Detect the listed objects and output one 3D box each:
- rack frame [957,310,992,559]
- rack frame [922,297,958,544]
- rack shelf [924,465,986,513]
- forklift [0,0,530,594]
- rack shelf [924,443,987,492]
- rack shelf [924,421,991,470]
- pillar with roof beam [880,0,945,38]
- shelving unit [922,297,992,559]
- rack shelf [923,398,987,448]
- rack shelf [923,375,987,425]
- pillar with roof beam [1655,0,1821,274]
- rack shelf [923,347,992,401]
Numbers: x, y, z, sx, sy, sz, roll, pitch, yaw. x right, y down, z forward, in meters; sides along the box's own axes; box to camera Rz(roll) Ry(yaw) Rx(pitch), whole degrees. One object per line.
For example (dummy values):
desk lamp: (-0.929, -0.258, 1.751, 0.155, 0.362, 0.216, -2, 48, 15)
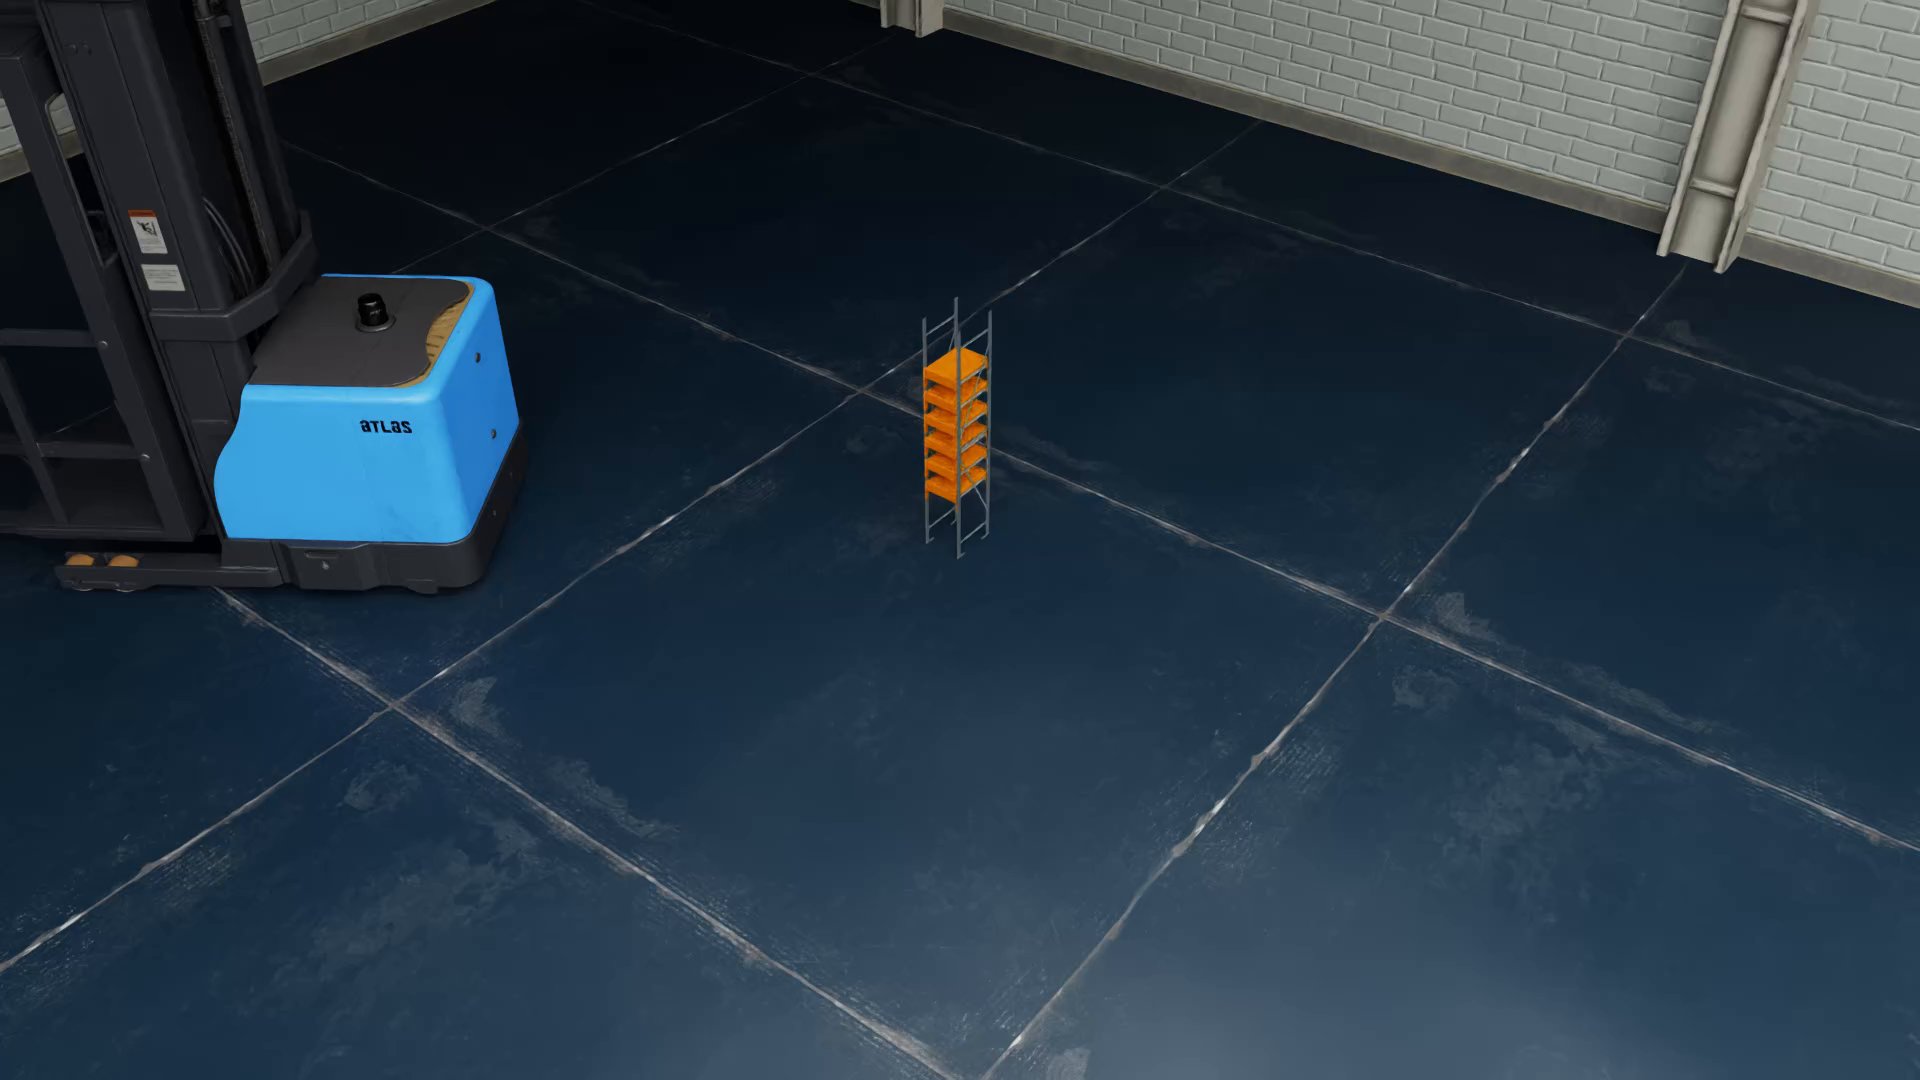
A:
rack frame: (0.061, -0.444, 7.343, 0.006, 1.200, 0.240, 25, 45, 29)
rack frame: (-0.084, -0.512, 7.431, 0.006, 1.200, 0.240, 25, 45, 29)
rack shelf: (-0.011, -0.254, 7.562, 0.180, 0.103, 0.258, 25, 45, 29)
forklift: (-3.628, -1.245, 6.963, 3.031, 2.935, 1.130, 1, 38, 2)
rack shelf: (-0.011, -0.348, 7.488, 0.180, 0.103, 0.258, 25, 45, 29)
rack shelf: (-0.011, -0.443, 7.414, 0.180, 0.103, 0.258, 25, 45, 29)
pillar with roof beam: (-2.979, -5.390, 7.335, 0.400, 9.000, 9.100, 25, 45, 29)
shelving unit: (-0.011, -0.478, 7.387, 0.189, 1.200, 0.258, 25, 45, 29)
rack shelf: (-0.011, -0.537, 7.340, 0.180, 0.103, 0.258, 25, 45, 29)
rack shelf: (-0.012, -0.632, 7.266, 0.180, 0.103, 0.258, 25, 45, 29)
pillar with roof beam: (1.787, -3.143, 4.465, 0.400, 9.000, 9.100, 25, 45, 29)
rack shelf: (-0.012, -0.726, 7.192, 0.180, 0.103, 0.258, 25, 45, 29)
